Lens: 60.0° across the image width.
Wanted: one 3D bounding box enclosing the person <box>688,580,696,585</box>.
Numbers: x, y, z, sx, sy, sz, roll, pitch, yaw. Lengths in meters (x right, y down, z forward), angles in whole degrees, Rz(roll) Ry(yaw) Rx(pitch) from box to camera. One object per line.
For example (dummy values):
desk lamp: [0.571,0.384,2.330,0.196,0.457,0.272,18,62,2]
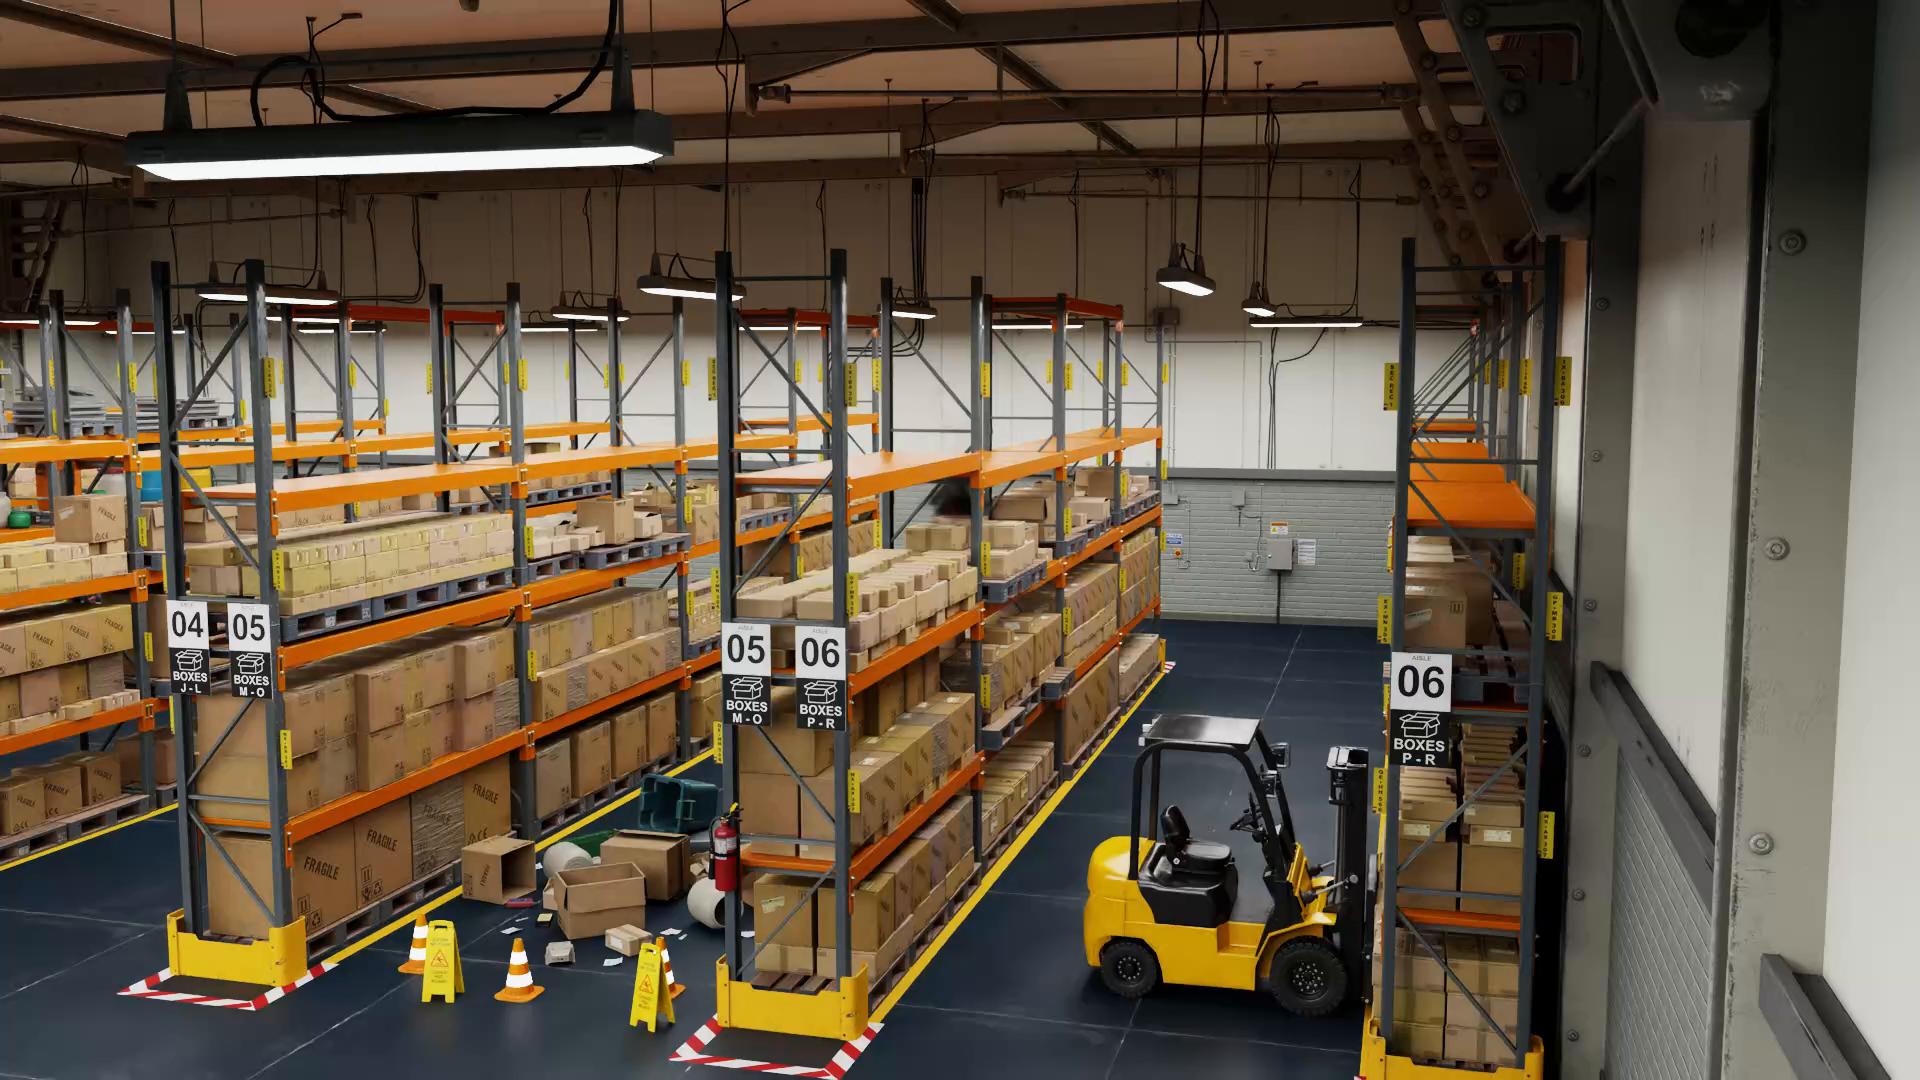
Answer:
person: [-4.320,1.449,27.454,0.537,1.604,0.837,2,7,22]
